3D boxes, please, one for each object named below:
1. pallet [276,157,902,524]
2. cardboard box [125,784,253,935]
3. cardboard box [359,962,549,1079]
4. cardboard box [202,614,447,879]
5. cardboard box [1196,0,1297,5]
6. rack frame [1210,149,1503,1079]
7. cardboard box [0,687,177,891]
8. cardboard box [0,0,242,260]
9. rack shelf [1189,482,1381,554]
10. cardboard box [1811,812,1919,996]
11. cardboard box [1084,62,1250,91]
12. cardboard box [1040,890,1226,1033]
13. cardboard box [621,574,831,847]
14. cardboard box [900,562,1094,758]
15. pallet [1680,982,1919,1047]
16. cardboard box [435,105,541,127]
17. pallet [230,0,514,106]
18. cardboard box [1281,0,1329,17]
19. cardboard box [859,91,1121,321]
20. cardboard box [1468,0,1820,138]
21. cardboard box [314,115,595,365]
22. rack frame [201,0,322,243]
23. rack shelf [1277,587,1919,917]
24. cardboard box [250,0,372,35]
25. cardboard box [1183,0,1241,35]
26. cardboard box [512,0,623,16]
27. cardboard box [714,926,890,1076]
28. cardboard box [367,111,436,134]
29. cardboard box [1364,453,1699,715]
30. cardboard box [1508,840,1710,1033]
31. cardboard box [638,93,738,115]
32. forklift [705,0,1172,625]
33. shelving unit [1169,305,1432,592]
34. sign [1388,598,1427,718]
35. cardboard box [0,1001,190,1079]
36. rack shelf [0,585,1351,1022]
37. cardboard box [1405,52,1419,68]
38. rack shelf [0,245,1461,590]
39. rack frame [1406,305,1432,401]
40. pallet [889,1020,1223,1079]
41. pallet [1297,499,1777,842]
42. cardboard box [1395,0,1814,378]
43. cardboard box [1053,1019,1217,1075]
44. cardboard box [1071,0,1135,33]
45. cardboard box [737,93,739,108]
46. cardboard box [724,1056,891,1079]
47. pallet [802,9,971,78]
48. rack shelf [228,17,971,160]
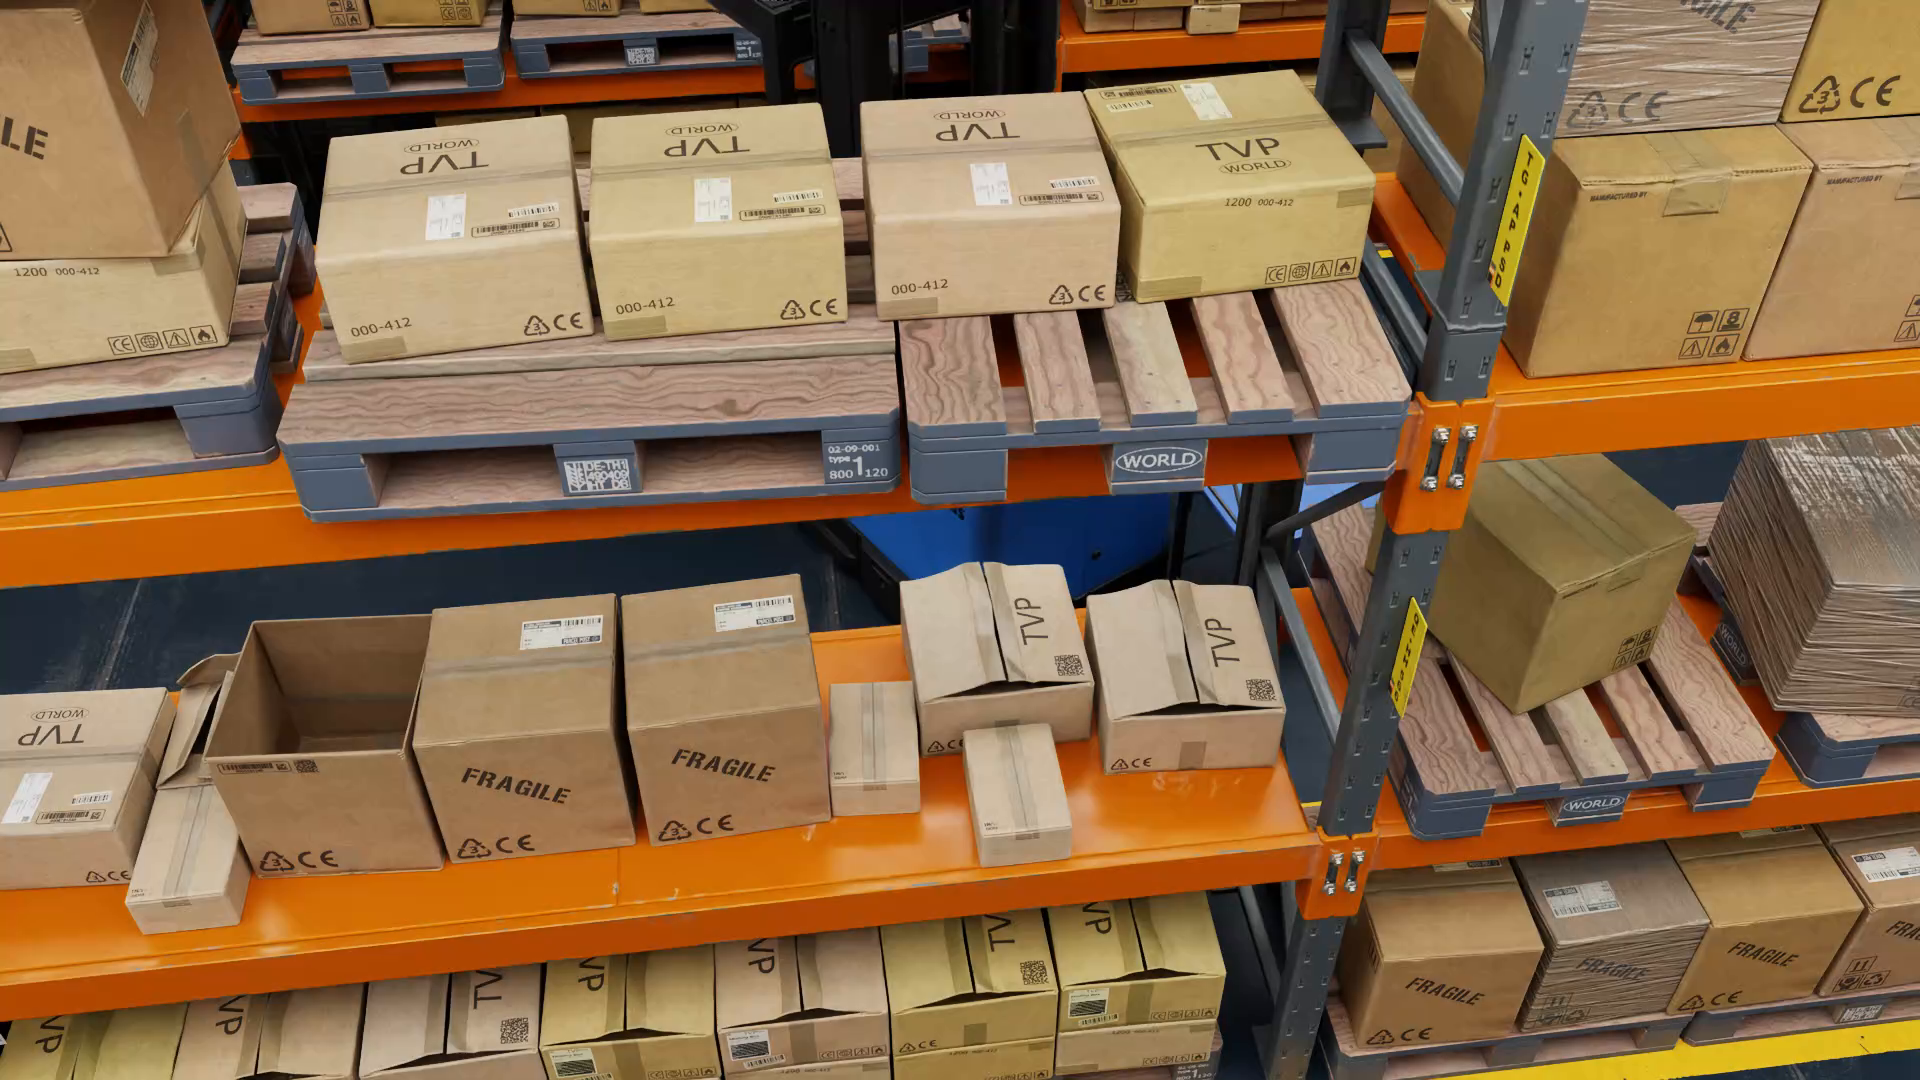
[{"bbox_3d":[-0.758,-0.476,3.654,1.213,0.211,1.003,-3,42,-4],"label":"pallet"},{"bbox_3d":[-2.050,0.850,4.471,0.250,0.149,0.380,-5,42,-6],"label":"cardboard box"},{"bbox_3d":[-1.503,1.399,4.996,0.500,0.311,0.500,-6,42,-7],"label":"cardboard box"},{"bbox_3d":[-1.669,0.559,4.531,0.500,0.500,0.500,-2,42,-2],"label":"cardboard box"},{"bbox_3d":[1.401,-3.005,8.246,0.500,0.500,0.500,-4,42,-4],"label":"cardboard box"},{"bbox_3d":[1.011,0.351,4.837,0.127,3.000,1.000,-5,42,-6],"label":"rack frame"},{"bbox_3d":[-2.472,0.682,4.581,0.500,0.250,0.500,-3,42,-3],"label":"cardboard box"},{"bbox_3d":[-1.777,-0.887,3.208,0.500,0.500,0.500,-1,42,-1],"label":"cardboard box"},{"bbox_3d":[1.478,-0.169,6.802,1.000,0.185,0.538,-14,44,-15],"label":"rack shelf"},{"bbox_3d":[3.033,1.128,5.513,0.500,0.500,0.500,-6,42,-7],"label":"cardboard box"},{"bbox_3d":[1.112,-2.273,9.037,0.750,0.750,0.750,-6,42,-6],"label":"cardboard box"},{"bbox_3d":[0.524,1.217,5.197,0.500,0.311,0.500,-4,42,-4],"label":"cardboard box"},{"bbox_3d":[-0.650,0.470,4.630,0.500,0.500,0.500,-7,43,-8],"label":"cardboard box"},{"bbox_3d":[0.099,0.333,4.923,0.500,0.311,0.500,-5,42,-6],"label":"cardboard box"},{"bbox_3d":[2.964,1.243,5.930,1.213,0.211,1.003,-5,42,-6],"label":"pallet"},{"bbox_3d":[-2.437,-2.221,8.665,0.500,0.250,0.500,-6,42,-6],"label":"cardboard box"},{"bbox_3d":[-2.824,-2.490,8.129,1.213,0.211,1.003,-5,42,-6],"label":"pallet"},{"bbox_3d":[1.737,-2.843,8.550,0.250,0.149,0.380,-4,42,-5],"label":"cardboard box"},{"bbox_3d":[0.051,-0.729,3.593,0.500,0.250,0.500,-4,42,-4],"label":"cardboard box"},{"bbox_3d":[1.445,-1.205,3.501,0.500,0.500,0.500,-5,42,-6],"label":"cardboard box"},{"bbox_3d":[-1.051,-0.641,3.496,0.500,0.250,0.500,-8,43,-9],"label":"cardboard box"},{"bbox_3d":[-3.601,-2.591,8.099,0.127,3.000,1.000,-5,42,-6],"label":"rack frame"},{"bbox_3d":[2.994,0.444,5.270,4.000,0.370,1.077,-5,42,-6],"label":"rack shelf"},{"bbox_3d":[-3.092,-2.814,7.942,0.500,0.500,0.700,-5,42,-5],"label":"cardboard box"},{"bbox_3d":[1.247,-2.711,8.403,0.250,0.149,0.380,-4,42,-4],"label":"cardboard box"},{"bbox_3d":[-1.888,-2.935,8.077,0.500,0.500,0.700,0,42,0],"label":"cardboard box"},{"bbox_3d":[-0.491,1.308,5.096,0.500,0.311,0.500,-5,42,-6],"label":"cardboard box"},{"bbox_3d":[-2.873,-1.902,8.872,0.500,0.500,0.700,-4,42,-4],"label":"cardboard box"},{"bbox_3d":[1.621,0.028,4.806,0.500,0.500,0.700,-19,45,-20],"label":"cardboard box"},{"bbox_3d":[2.018,1.217,5.415,0.500,0.500,0.500,-6,42,-7],"label":"cardboard box"},{"bbox_3d":[-1.424,-2.299,8.753,0.500,0.250,0.500,-5,42,-6],"label":"cardboard box"},{"bbox_3d":[-0.394,-1.447,6.881,1.130,2.935,3.031,-26,48,-26],"label":"forklift"},{"bbox_3d":[1.478,-0.303,6.681,1.048,1.500,0.538,-14,44,-15],"label":"shelving unit"},{"bbox_3d":[1.087,0.289,4.041,0.005,0.325,0.100,-5,42,-6],"label":"sign"},{"bbox_3d":[-2.513,1.484,4.901,0.500,0.311,0.500,-5,42,-5],"label":"cardboard box"},{"bbox_3d":[-0.972,0.792,4.885,4.000,0.370,1.077,-5,42,-6],"label":"rack shelf"},{"bbox_3d":[2.823,-2.422,9.202,0.750,0.750,0.750,-4,42,-4],"label":"cardboard box"},{"bbox_3d":[-0.972,-0.322,3.880,4.000,0.370,1.077,-5,42,-6],"label":"rack shelf"},{"bbox_3d":[1.954,-0.424,6.815,0.032,1.500,0.500,-14,44,-15],"label":"rack frame"},{"bbox_3d":[0.190,1.432,5.720,1.213,0.211,1.003,-5,42,-6],"label":"pallet"},{"bbox_3d":[1.674,0.316,5.018,1.003,0.211,1.213,-5,42,-6],"label":"pallet"},{"bbox_3d":[1.440,-0.861,3.865,0.500,0.500,0.910,-5,42,-6],"label":"cardboard box"},{"bbox_3d":[0.521,1.423,5.387,0.500,0.250,0.500,-4,42,-5],"label":"cardboard box"},{"bbox_3d":[0.722,-2.728,8.422,0.250,0.149,0.380,-6,42,-6],"label":"cardboard box"},{"bbox_3d":[-1.357,-2.047,9.033,0.500,0.500,0.700,-5,42,-6],"label":"cardboard box"},{"bbox_3d":[-0.488,1.512,5.288,0.500,0.250,0.500,-4,42,-5],"label":"cardboard box"},{"bbox_3d":[-0.327,-2.735,8.401,1.003,0.211,1.213,-5,42,-6],"label":"pallet"},{"bbox_3d":[-1.618,-2.498,8.532,4.000,0.370,1.077,-5,42,-6],"label":"rack shelf"}]
